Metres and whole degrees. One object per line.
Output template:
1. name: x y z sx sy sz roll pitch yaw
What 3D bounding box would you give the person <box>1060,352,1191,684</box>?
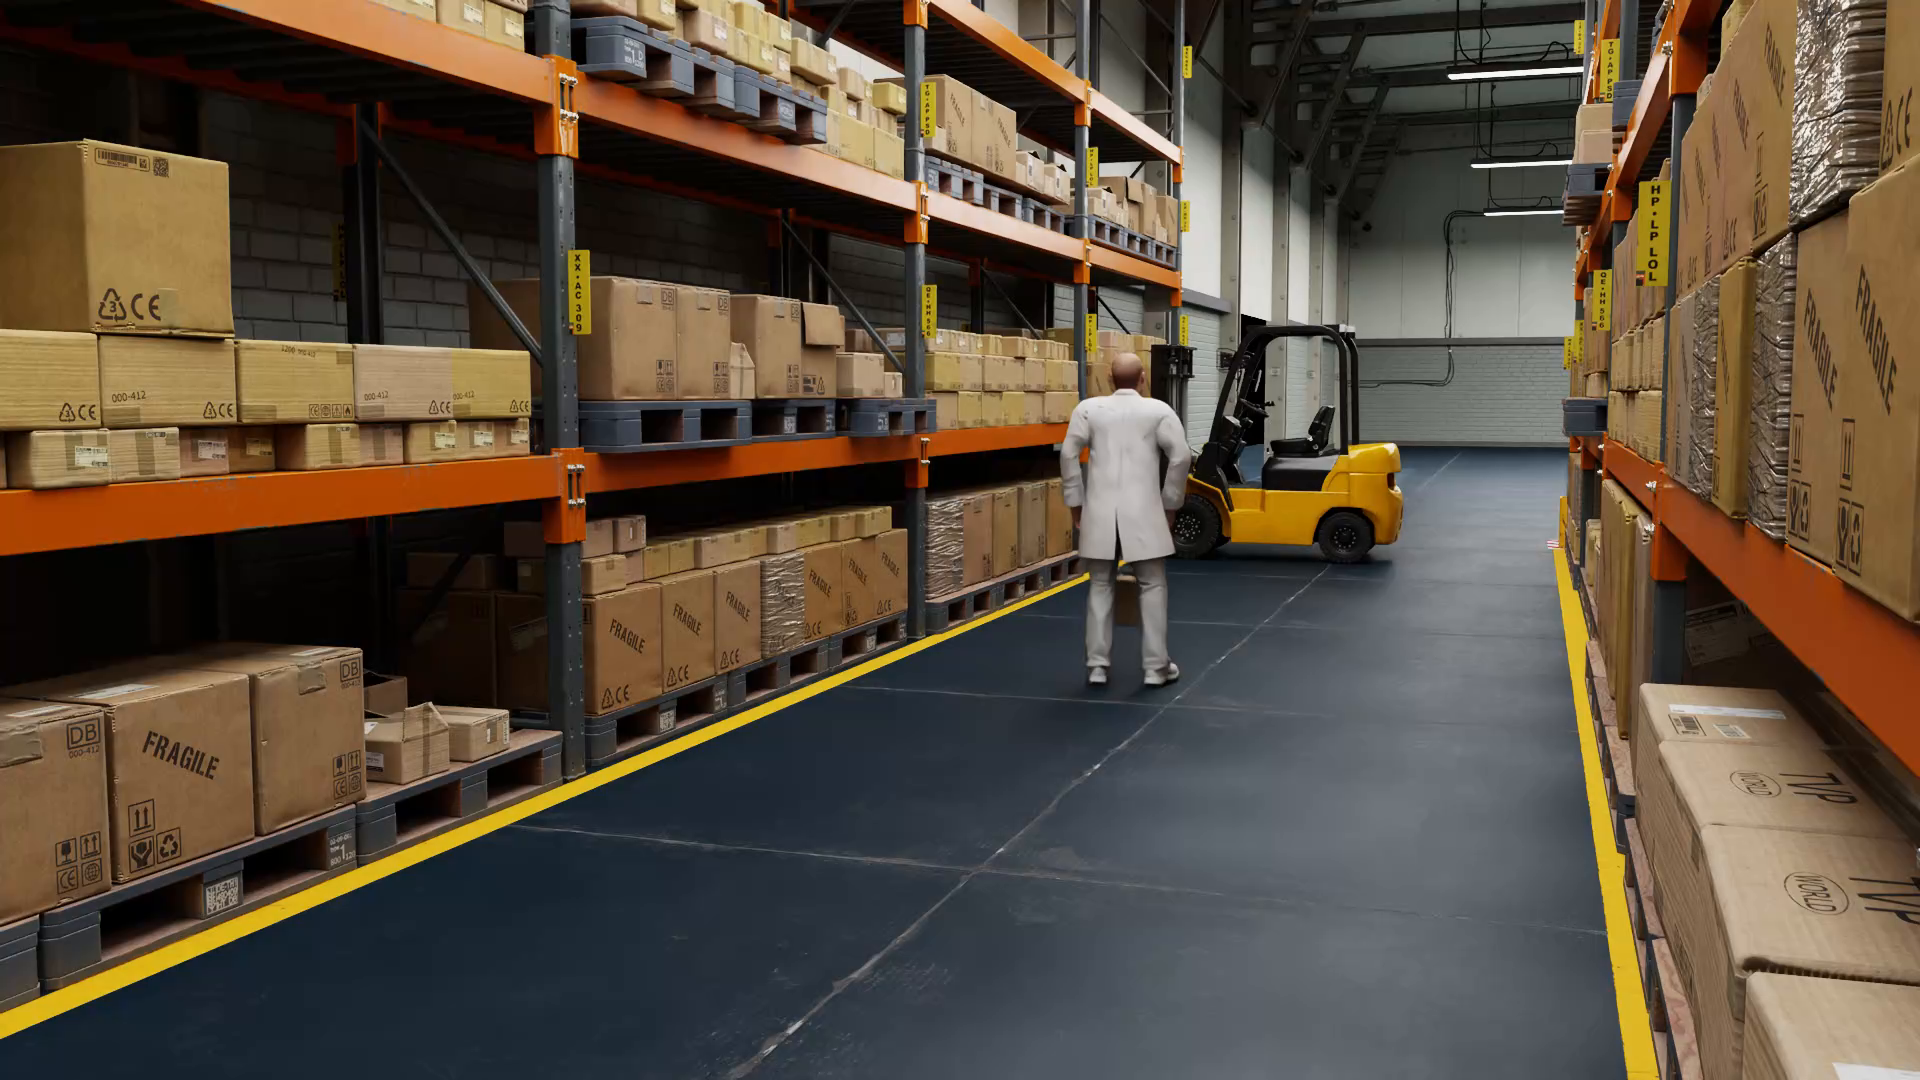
1. person: 0.886 -0.128 8.933 0.709 1.755 0.484 2 5 18
